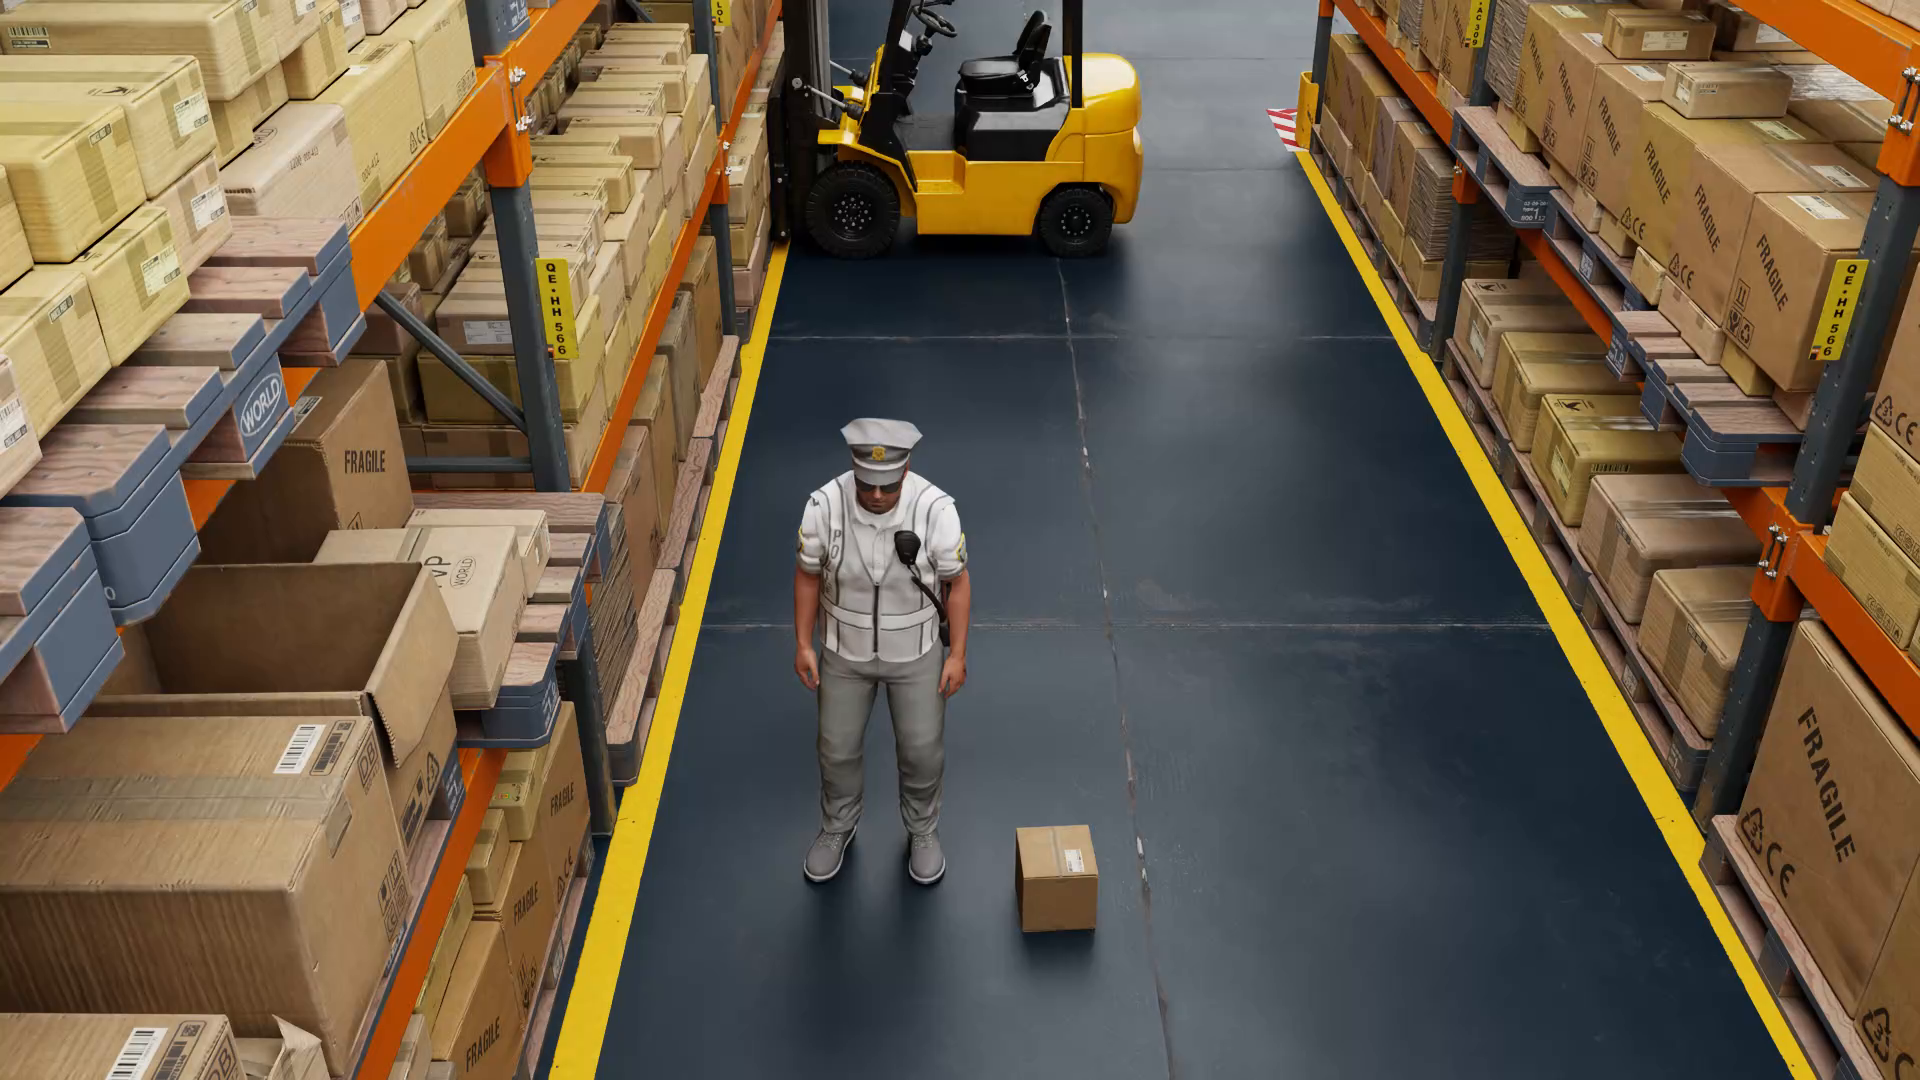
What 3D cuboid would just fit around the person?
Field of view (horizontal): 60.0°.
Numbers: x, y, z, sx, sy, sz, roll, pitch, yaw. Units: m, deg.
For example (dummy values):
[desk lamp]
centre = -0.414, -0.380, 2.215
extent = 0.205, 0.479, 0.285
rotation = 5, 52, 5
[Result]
[person]
centre = -0.297, 0.381, 5.502
extent = 0.500, 1.747, 0.340
rotation = 2, 31, 3
